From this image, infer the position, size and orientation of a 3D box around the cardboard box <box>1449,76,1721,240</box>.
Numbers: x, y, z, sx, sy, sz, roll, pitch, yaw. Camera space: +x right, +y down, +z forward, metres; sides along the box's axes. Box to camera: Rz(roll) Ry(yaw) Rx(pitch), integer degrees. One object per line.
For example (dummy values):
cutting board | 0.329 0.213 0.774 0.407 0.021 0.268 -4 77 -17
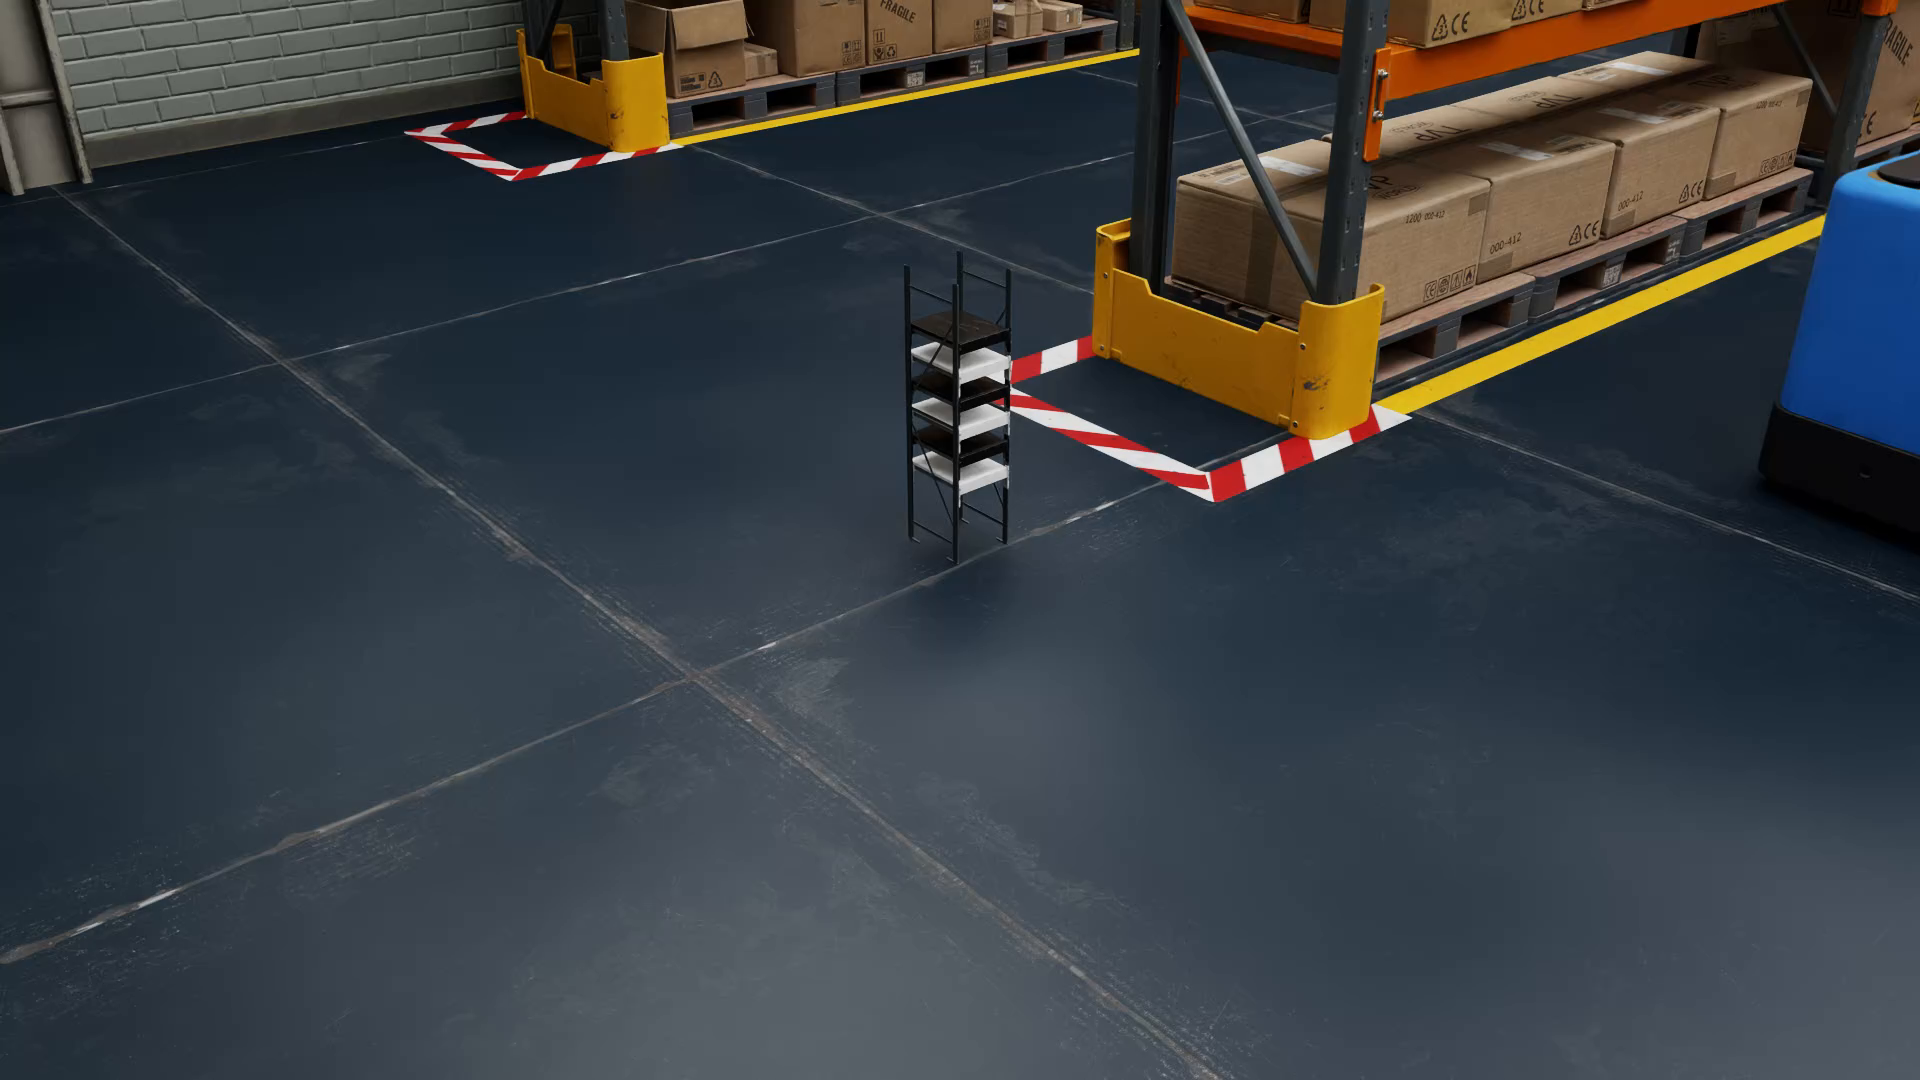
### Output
cardboard box | 2.845 -1.786 7.682 0.875 0.438 0.875 -23 36 -36

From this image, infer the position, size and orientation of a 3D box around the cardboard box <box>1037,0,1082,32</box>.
cardboard box | 0.615 -3.589 11.363 0.250 0.149 0.380 -23 36 -36

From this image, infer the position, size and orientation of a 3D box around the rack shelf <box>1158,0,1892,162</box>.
rack shelf | 2.551 -2.229 7.002 4.000 0.370 1.077 -22 35 -35

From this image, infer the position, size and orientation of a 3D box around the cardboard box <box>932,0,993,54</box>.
cardboard box | -0.202 -3.514 10.850 0.500 0.500 0.700 -23 36 -37

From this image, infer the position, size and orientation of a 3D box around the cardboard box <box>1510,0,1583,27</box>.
cardboard box | 1.948 -2.187 6.055 0.500 0.500 0.500 -22 35 -36

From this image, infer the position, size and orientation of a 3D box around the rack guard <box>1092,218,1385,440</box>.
rack guard | 1.012 -0.825 6.263 0.348 0.500 1.175 -22 35 -35

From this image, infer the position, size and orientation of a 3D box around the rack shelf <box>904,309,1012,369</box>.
rack shelf | -0.006 -0.603 4.922 0.200 0.077 0.258 -22 35 -35

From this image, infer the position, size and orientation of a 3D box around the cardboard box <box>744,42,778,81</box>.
cardboard box | -1.319 -2.910 10.093 0.250 0.149 0.380 -24 36 -37

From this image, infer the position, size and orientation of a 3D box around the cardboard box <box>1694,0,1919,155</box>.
cardboard box | 4.493 -2.625 8.788 0.875 0.875 0.875 -21 34 -33

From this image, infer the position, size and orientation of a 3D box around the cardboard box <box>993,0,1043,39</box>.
cardboard box | 0.344 -3.531 11.131 0.258 0.266 0.396 -20 34 -33

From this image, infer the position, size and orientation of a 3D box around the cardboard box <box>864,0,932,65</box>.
cardboard box | -0.525 -3.323 10.491 0.500 0.500 0.500 -21 35 -34

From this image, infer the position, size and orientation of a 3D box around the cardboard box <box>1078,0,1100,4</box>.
cardboard box | 1.030 -4.276 12.275 0.500 0.500 0.500 -22 35 -35

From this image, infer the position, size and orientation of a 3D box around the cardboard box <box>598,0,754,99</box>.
cardboard box | -1.668 -2.951 9.792 0.637 0.503 0.797 -24 36 -37

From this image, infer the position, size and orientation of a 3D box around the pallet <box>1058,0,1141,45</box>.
pallet | 1.443 -3.969 12.454 1.213 0.211 1.003 -22 35 -35

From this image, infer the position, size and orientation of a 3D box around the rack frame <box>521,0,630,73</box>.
rack frame | -2.194 -3.713 9.016 0.127 3.000 1.000 -22 35 -35

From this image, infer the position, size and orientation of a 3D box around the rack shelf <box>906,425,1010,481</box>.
rack shelf | -0.006 -0.286 5.091 0.200 0.077 0.258 -22 35 -35

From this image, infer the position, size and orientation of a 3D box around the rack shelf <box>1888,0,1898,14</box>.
rack shelf | 5.594 -3.453 9.292 4.000 0.370 1.077 -22 35 -35

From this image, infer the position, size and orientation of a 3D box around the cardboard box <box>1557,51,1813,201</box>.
cardboard box | 3.526 -2.060 8.195 0.875 0.438 0.875 -22 35 -36

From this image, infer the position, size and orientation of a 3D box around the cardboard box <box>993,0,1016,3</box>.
cardboard box | 0.192 -3.819 11.621 0.500 0.311 0.500 -20 34 -33

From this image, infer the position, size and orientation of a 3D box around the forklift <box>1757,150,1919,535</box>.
forklift | 4.137 -1.691 5.305 3.031 2.935 1.130 -19 34 -32

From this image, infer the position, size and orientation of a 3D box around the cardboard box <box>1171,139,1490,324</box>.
cardboard box | 1.467 -1.228 6.638 0.875 0.438 0.875 -23 36 -37

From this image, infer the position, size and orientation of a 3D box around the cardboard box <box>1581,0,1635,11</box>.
cardboard box | 2.347 -2.337 6.334 0.500 0.500 0.500 -22 35 -35

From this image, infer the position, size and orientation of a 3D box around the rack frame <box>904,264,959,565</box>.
rack frame | -0.084 -0.363 4.975 0.006 0.900 0.240 -22 35 -35

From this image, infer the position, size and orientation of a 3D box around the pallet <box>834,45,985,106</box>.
pallet | -0.603 -3.122 10.869 1.213 0.211 1.003 -22 35 -35

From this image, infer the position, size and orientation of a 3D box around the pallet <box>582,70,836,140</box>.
pallet | -1.531 -2.751 10.174 1.213 0.211 1.003 -22 35 -35

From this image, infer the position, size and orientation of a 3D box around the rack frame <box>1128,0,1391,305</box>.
rack frame | 1.030 -1.935 5.688 0.127 3.000 1.000 -22 35 -35

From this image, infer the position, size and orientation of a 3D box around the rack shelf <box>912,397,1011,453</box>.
rack shelf | -0.006 -0.365 5.049 0.200 0.077 0.258 -22 35 -35

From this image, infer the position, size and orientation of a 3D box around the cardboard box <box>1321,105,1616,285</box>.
cardboard box | 2.158 -1.511 7.167 0.875 0.438 0.875 -21 34 -34

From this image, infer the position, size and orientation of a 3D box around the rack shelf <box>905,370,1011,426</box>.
rack shelf | -0.006 -0.444 5.007 0.200 0.077 0.258 -22 35 -35

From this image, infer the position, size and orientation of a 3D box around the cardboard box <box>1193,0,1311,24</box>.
cardboard box | 1.225 -2.221 6.118 0.500 0.500 0.500 -22 35 -35

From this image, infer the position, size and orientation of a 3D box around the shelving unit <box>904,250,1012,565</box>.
shelving unit | -0.006 -0.394 5.033 0.210 0.900 0.258 -22 35 -35

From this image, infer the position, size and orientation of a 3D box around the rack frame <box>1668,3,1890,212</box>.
rack frame | 4.073 -3.158 7.978 0.127 3.000 1.000 -22 35 -35

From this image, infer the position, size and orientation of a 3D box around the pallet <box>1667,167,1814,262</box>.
pallet | 3.444 -1.724 8.252 1.213 0.211 1.003 -22 35 -35

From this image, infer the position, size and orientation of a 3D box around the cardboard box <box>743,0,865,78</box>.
cardboard box | -0.992 -3.197 10.256 0.500 0.500 0.700 -20 34 -33

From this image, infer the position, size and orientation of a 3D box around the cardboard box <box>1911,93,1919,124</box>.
cardboard box | 5.175 -2.904 9.310 0.875 0.875 0.875 -21 34 -34

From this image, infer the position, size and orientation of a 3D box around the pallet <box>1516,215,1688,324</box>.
pallet | 2.515 -1.349 7.550 1.213 0.211 1.003 -22 35 -35

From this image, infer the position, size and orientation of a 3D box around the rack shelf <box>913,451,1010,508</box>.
rack shelf | -0.006 -0.206 5.134 0.200 0.077 0.258 -22 35 -35

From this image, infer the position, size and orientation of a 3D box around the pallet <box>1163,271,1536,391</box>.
pallet | 1.587 -0.977 6.855 1.213 0.211 1.003 -22 35 -35

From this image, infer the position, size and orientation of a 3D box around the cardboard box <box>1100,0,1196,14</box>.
cardboard box | 1.363 -4.087 11.922 0.500 0.500 0.500 -20 34 -33

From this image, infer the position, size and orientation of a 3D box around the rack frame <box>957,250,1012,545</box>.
rack frame | 0.071 -0.426 5.091 0.006 0.900 0.240 -22 35 -35

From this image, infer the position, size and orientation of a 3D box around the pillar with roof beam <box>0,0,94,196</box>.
pillar with roof beam | -2.037 -4.314 3.775 0.400 9.000 9.100 -22 35 -35

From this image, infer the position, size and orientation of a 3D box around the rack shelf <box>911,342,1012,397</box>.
rack shelf | -0.006 -0.524 4.964 0.200 0.077 0.258 -22 35 -35

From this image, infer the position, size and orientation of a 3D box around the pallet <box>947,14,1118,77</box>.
pallet | 0.325 -3.497 11.571 1.213 0.211 1.003 -22 35 -35

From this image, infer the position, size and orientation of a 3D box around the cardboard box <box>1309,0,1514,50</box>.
cardboard box | 1.581 -2.023 5.746 0.500 0.500 0.500 -22 35 -35

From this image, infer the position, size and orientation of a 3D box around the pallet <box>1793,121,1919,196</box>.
pallet | 4.611 -2.192 9.127 1.213 0.211 1.003 -22 35 -35

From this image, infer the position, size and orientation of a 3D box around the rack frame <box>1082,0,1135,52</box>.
rack frame | 0.848 -4.937 11.306 0.127 3.000 1.000 -22 35 -35

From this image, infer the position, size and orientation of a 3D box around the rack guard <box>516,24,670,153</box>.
rack guard | -2.137 -2.634 9.649 0.348 0.500 1.175 -22 35 -35
